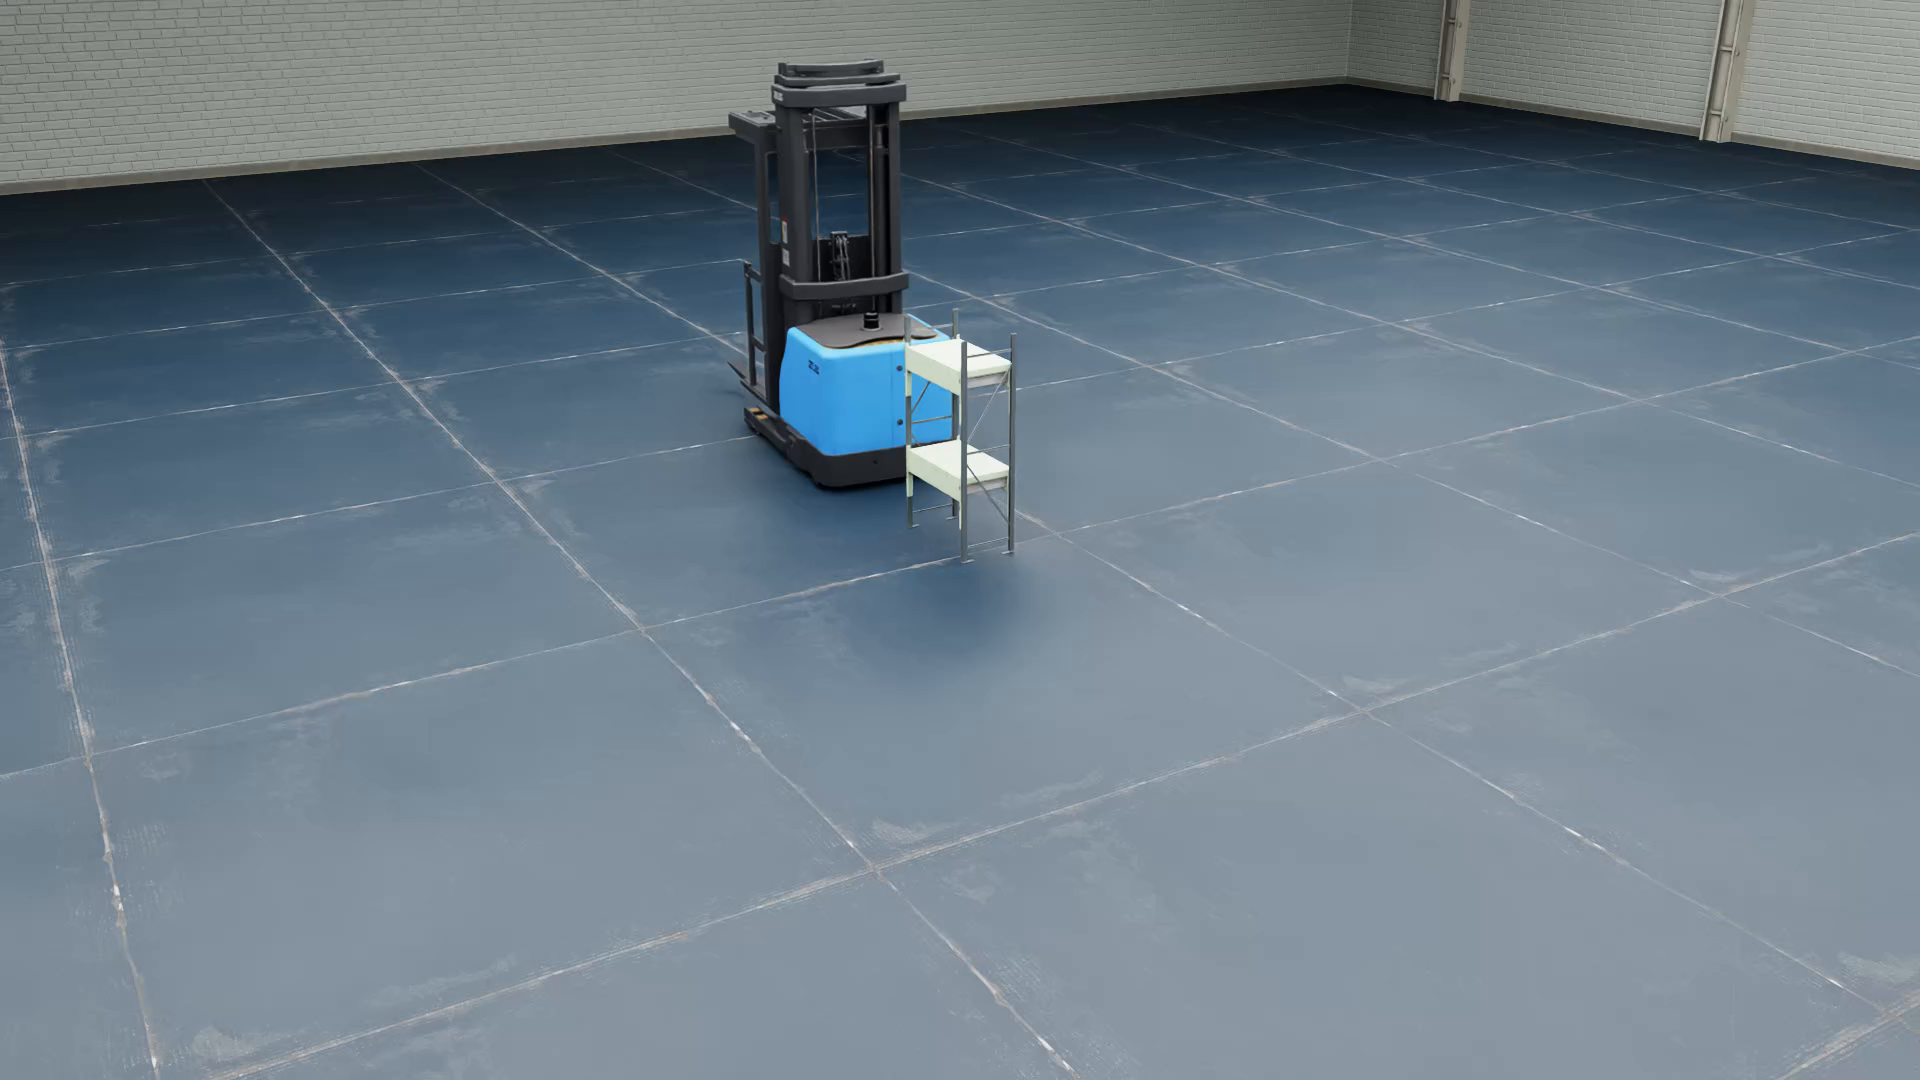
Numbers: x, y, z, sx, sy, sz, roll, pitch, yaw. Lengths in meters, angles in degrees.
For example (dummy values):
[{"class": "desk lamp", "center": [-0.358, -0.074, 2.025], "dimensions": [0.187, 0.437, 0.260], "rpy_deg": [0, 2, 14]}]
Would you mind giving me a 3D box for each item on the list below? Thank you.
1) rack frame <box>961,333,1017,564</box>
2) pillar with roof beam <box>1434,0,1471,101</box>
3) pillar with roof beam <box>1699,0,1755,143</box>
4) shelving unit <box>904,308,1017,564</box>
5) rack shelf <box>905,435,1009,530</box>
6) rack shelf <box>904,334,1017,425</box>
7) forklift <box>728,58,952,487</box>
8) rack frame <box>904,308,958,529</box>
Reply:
[{"class": "rack frame", "center": [0.184, -0.578, 10.743], "dimensions": [0.400, 1.500, 0.023], "rpy_deg": [-13, 25, -28]}, {"class": "pillar with roof beam", "center": [5.791, -11.927, 28.705], "dimensions": [9.100, 9.000, 0.400], "rpy_deg": [-13, 25, -28]}, {"class": "pillar with roof beam", "center": [8.856, -9.985, 23.927], "dimensions": [9.100, 9.000, 0.400], "rpy_deg": [-13, 25, -28]}, {"class": "shelving unit", "center": [-0.003, -0.697, 11.034], "dimensions": [0.431, 1.500, 0.755], "rpy_deg": [-13, 25, -28]}, {"class": "rack shelf", "center": [-0.003, -0.395, 11.157], "dimensions": [0.431, 0.370, 0.720], "rpy_deg": [-13, 25, -28]}, {"class": "rack shelf", "center": [-0.003, -1.058, 10.887], "dimensions": [0.431, 0.370, 0.720], "rpy_deg": [-13, 25, -28]}, {"class": "forklift", "center": [-1.109, -2.263, 12.986], "dimensions": [1.130, 2.935, 3.031], "rpy_deg": [-10, 24, -22]}, {"class": "rack frame", "center": [-0.190, -0.815, 11.326], "dimensions": [0.400, 1.500, 0.023], "rpy_deg": [-13, 25, -28]}]
